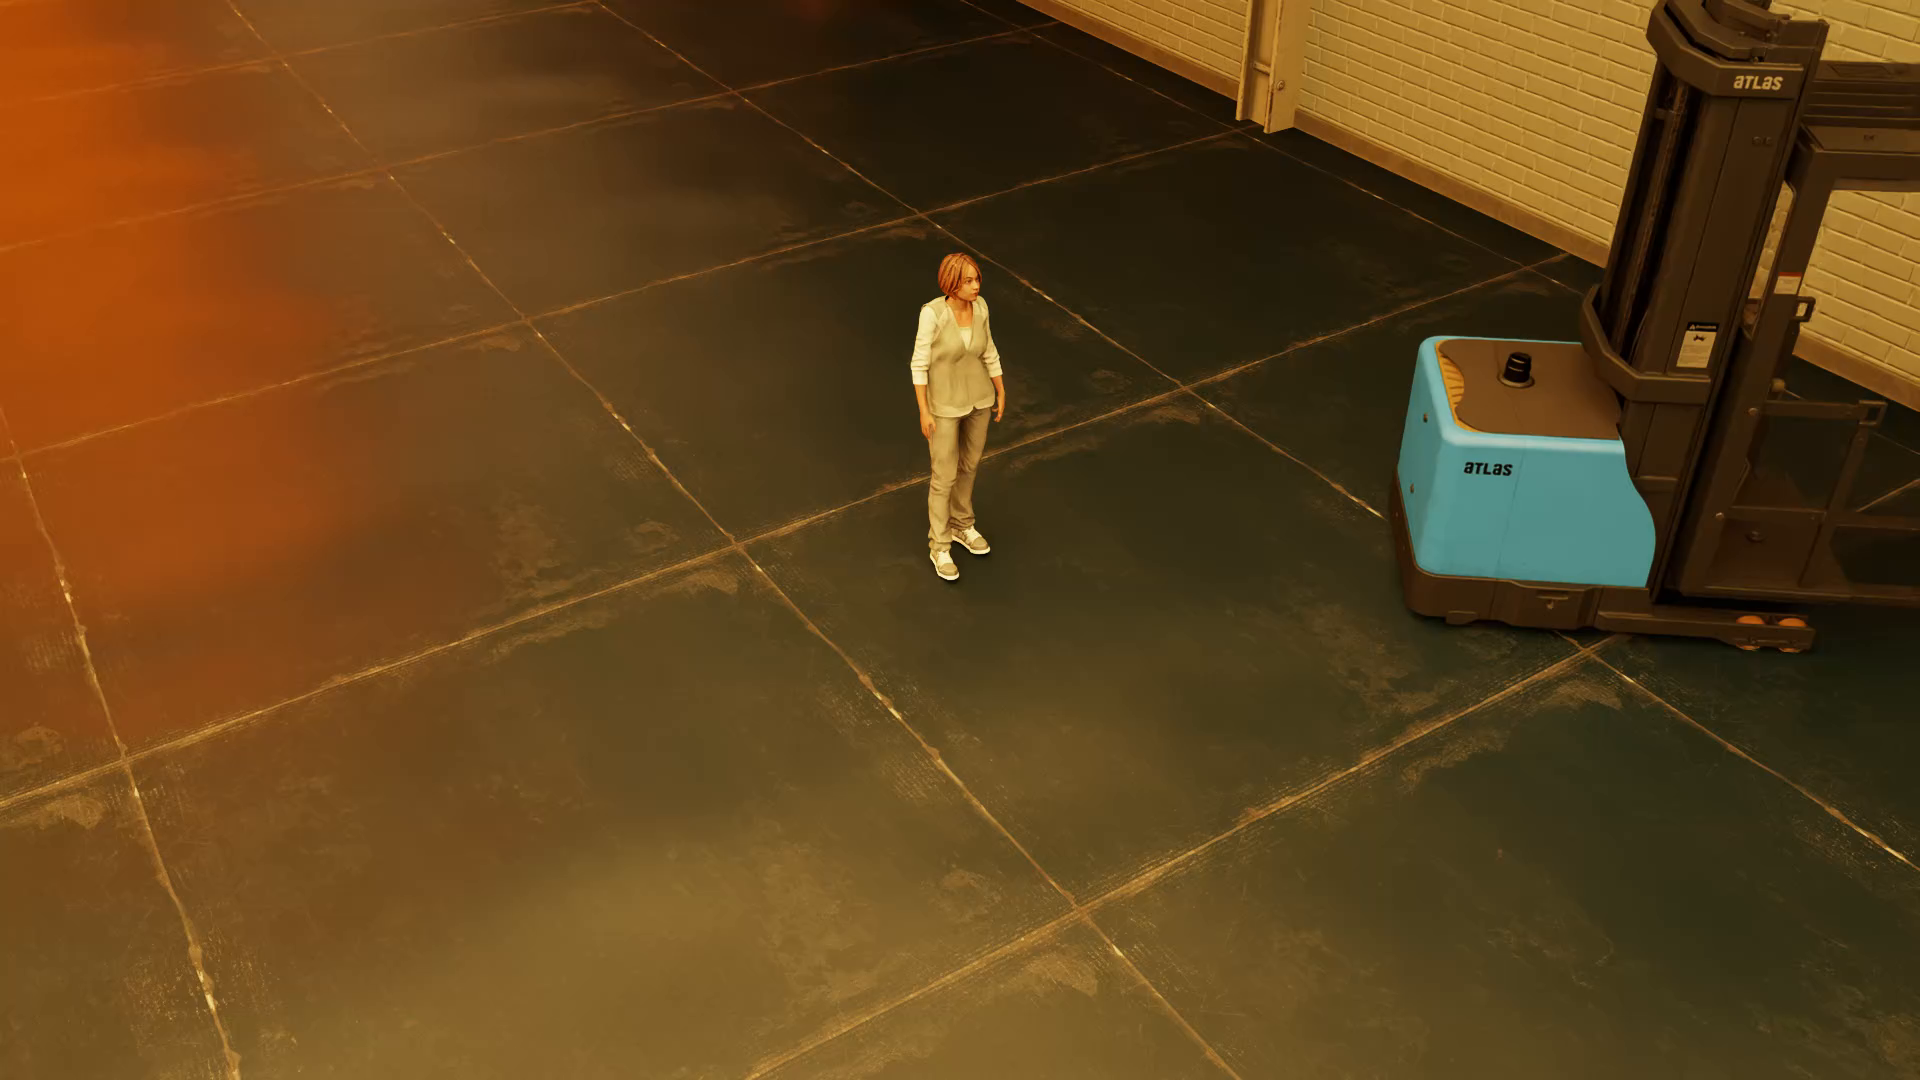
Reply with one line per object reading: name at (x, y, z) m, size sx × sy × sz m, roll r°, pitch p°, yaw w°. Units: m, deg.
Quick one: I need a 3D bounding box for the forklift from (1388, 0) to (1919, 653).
forklift at (3.733, -0.985, 7.549) m, size 3.031 × 2.935 × 1.130 m, roll 4°, pitch 35°, yaw 5°

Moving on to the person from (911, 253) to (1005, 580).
person at (0.028, -0.619, 8.177) m, size 0.521 × 1.596 × 0.475 m, roll -21°, pitch 40°, yaw -27°
